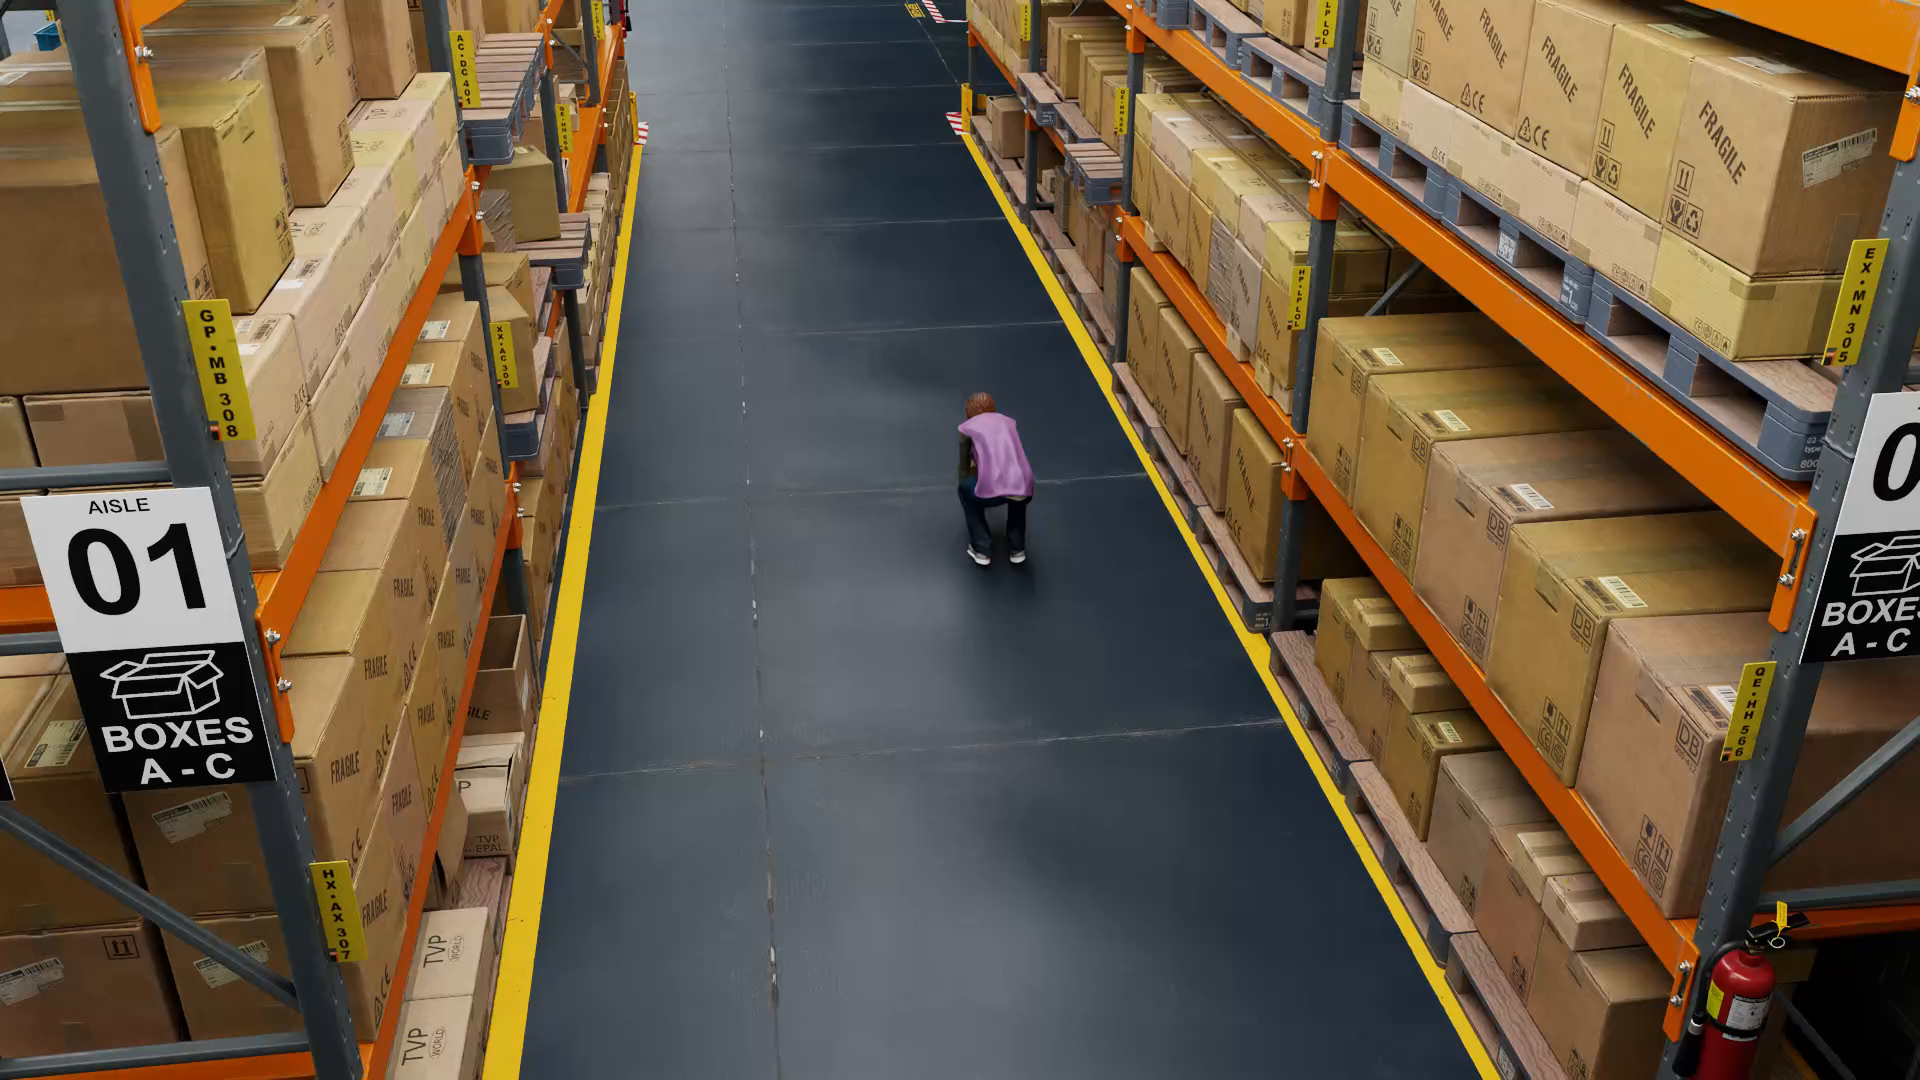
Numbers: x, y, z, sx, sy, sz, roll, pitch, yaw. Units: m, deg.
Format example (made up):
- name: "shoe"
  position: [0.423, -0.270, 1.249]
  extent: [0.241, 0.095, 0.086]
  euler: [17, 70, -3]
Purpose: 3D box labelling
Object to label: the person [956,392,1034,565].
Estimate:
- name: "person"
  position: [0.206, -0.345, 10.071]
  extent: [0.426, 0.881, 0.838]
  euler: [-5, 28, -9]
